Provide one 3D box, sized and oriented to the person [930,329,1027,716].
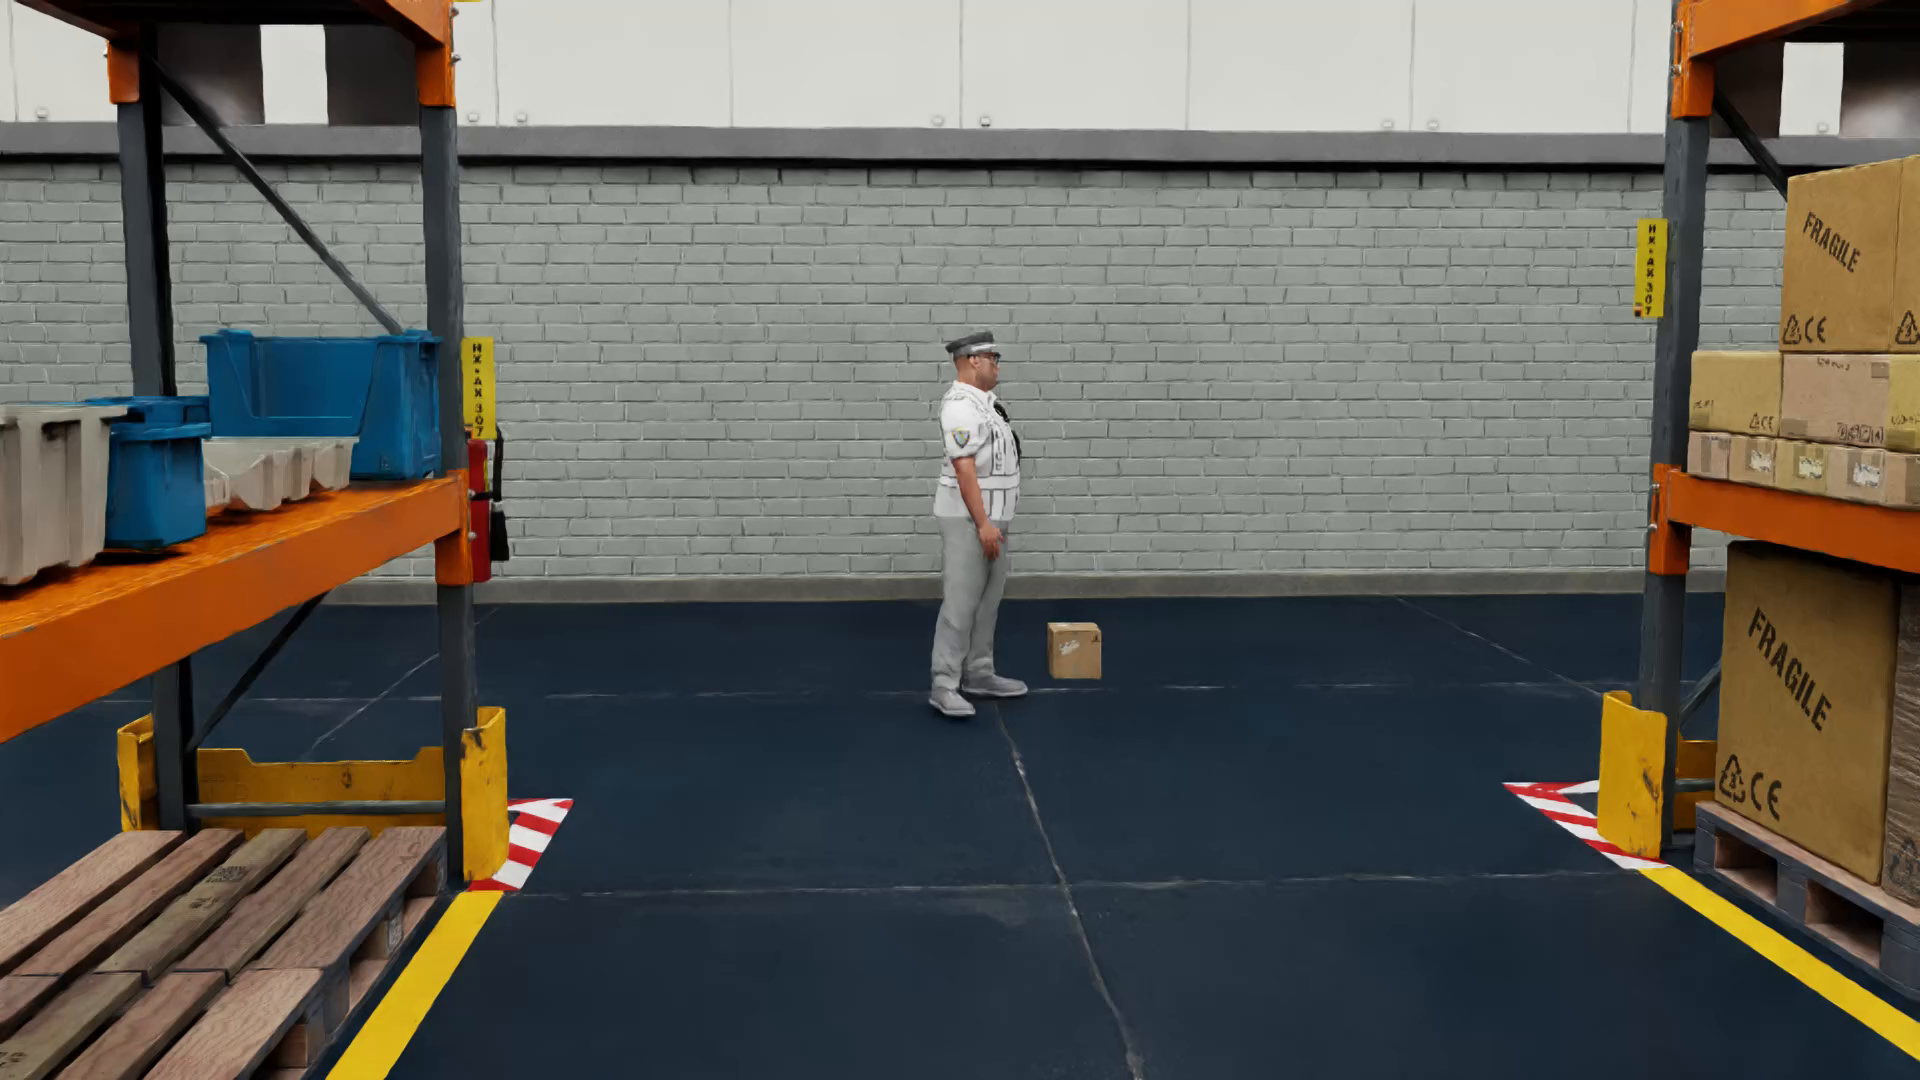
[{"bbox_3d":[0.079,-0.100,7.813,0.398,1.770,0.690,2,7,13],"label":"person"}]
